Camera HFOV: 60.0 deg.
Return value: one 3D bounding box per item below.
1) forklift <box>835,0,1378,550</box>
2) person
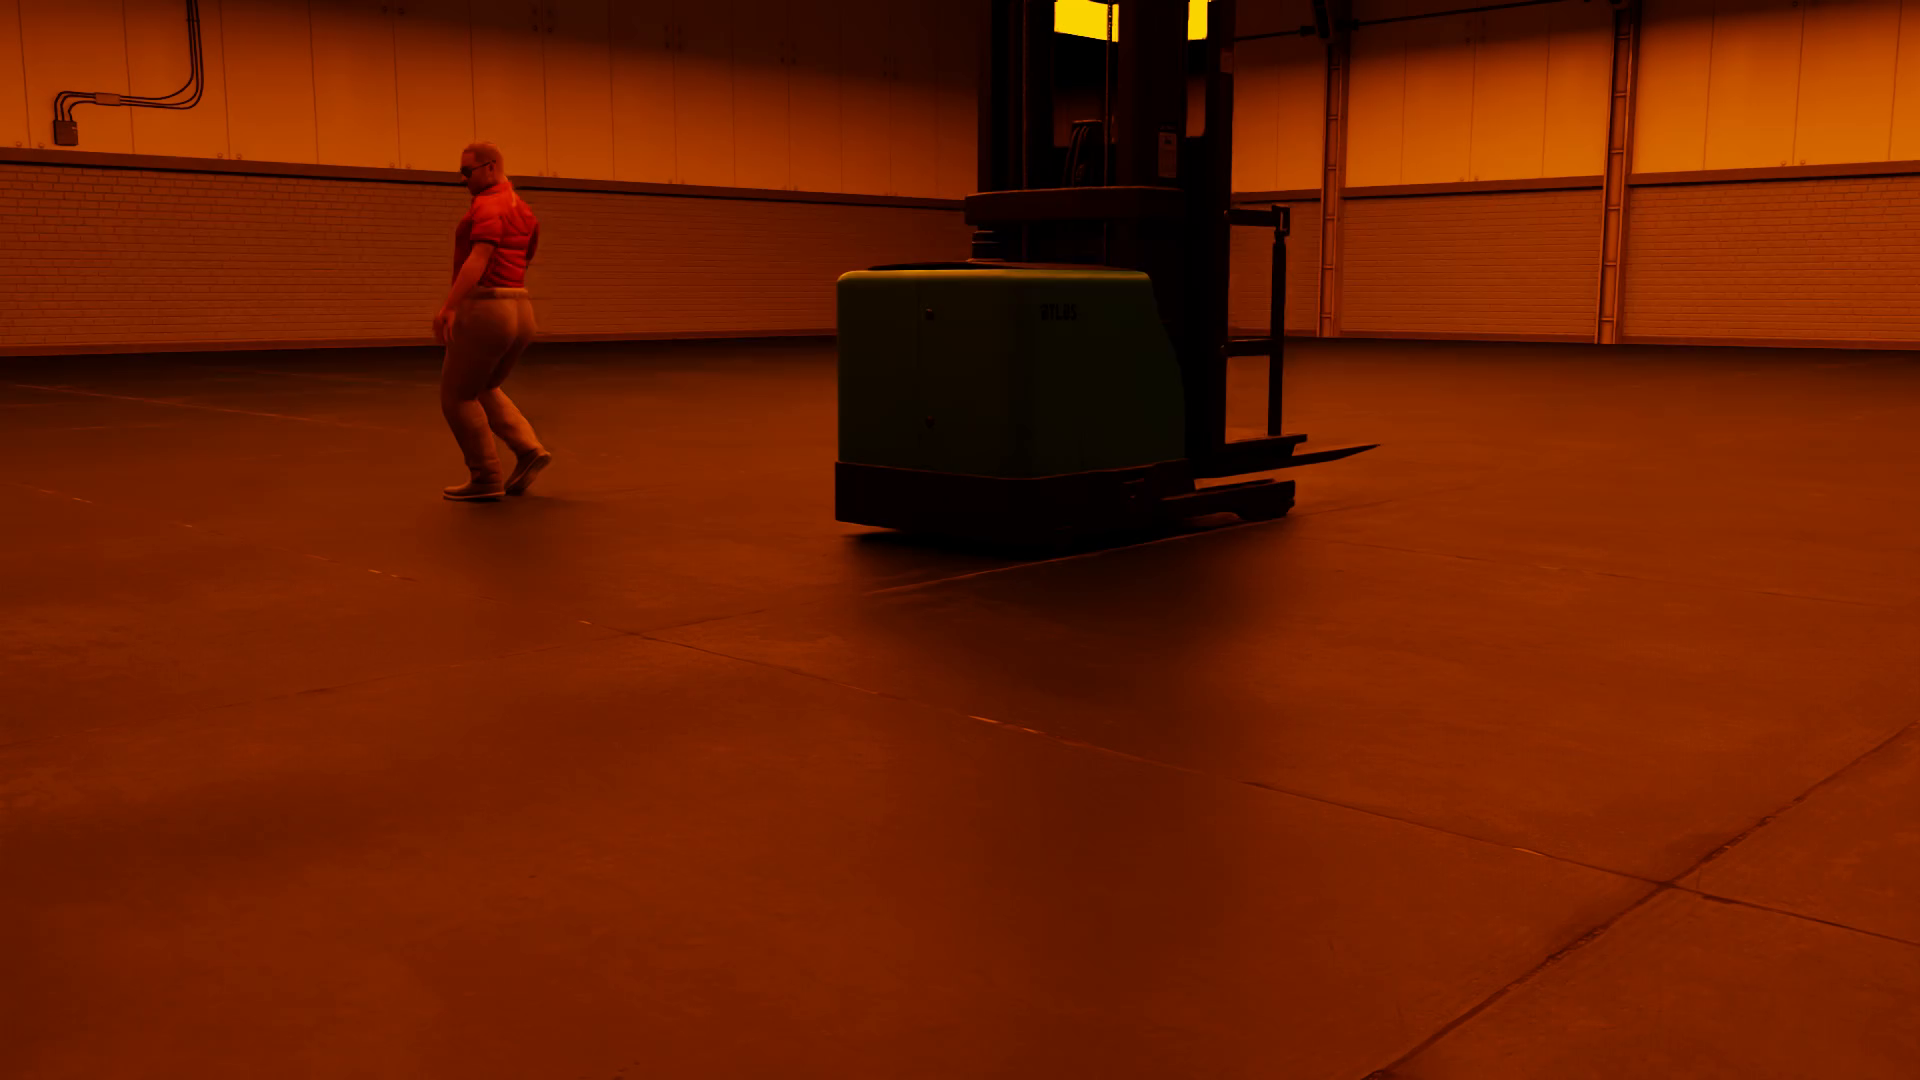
[{"bbox_3d":[0.852,-1.578,7.350,1.130,2.935,3.031,8,11,42],"label":"forklift"},{"bbox_3d":[-2.281,-1.024,7.901,0.492,1.707,0.779,3,9,16],"label":"person"}]
